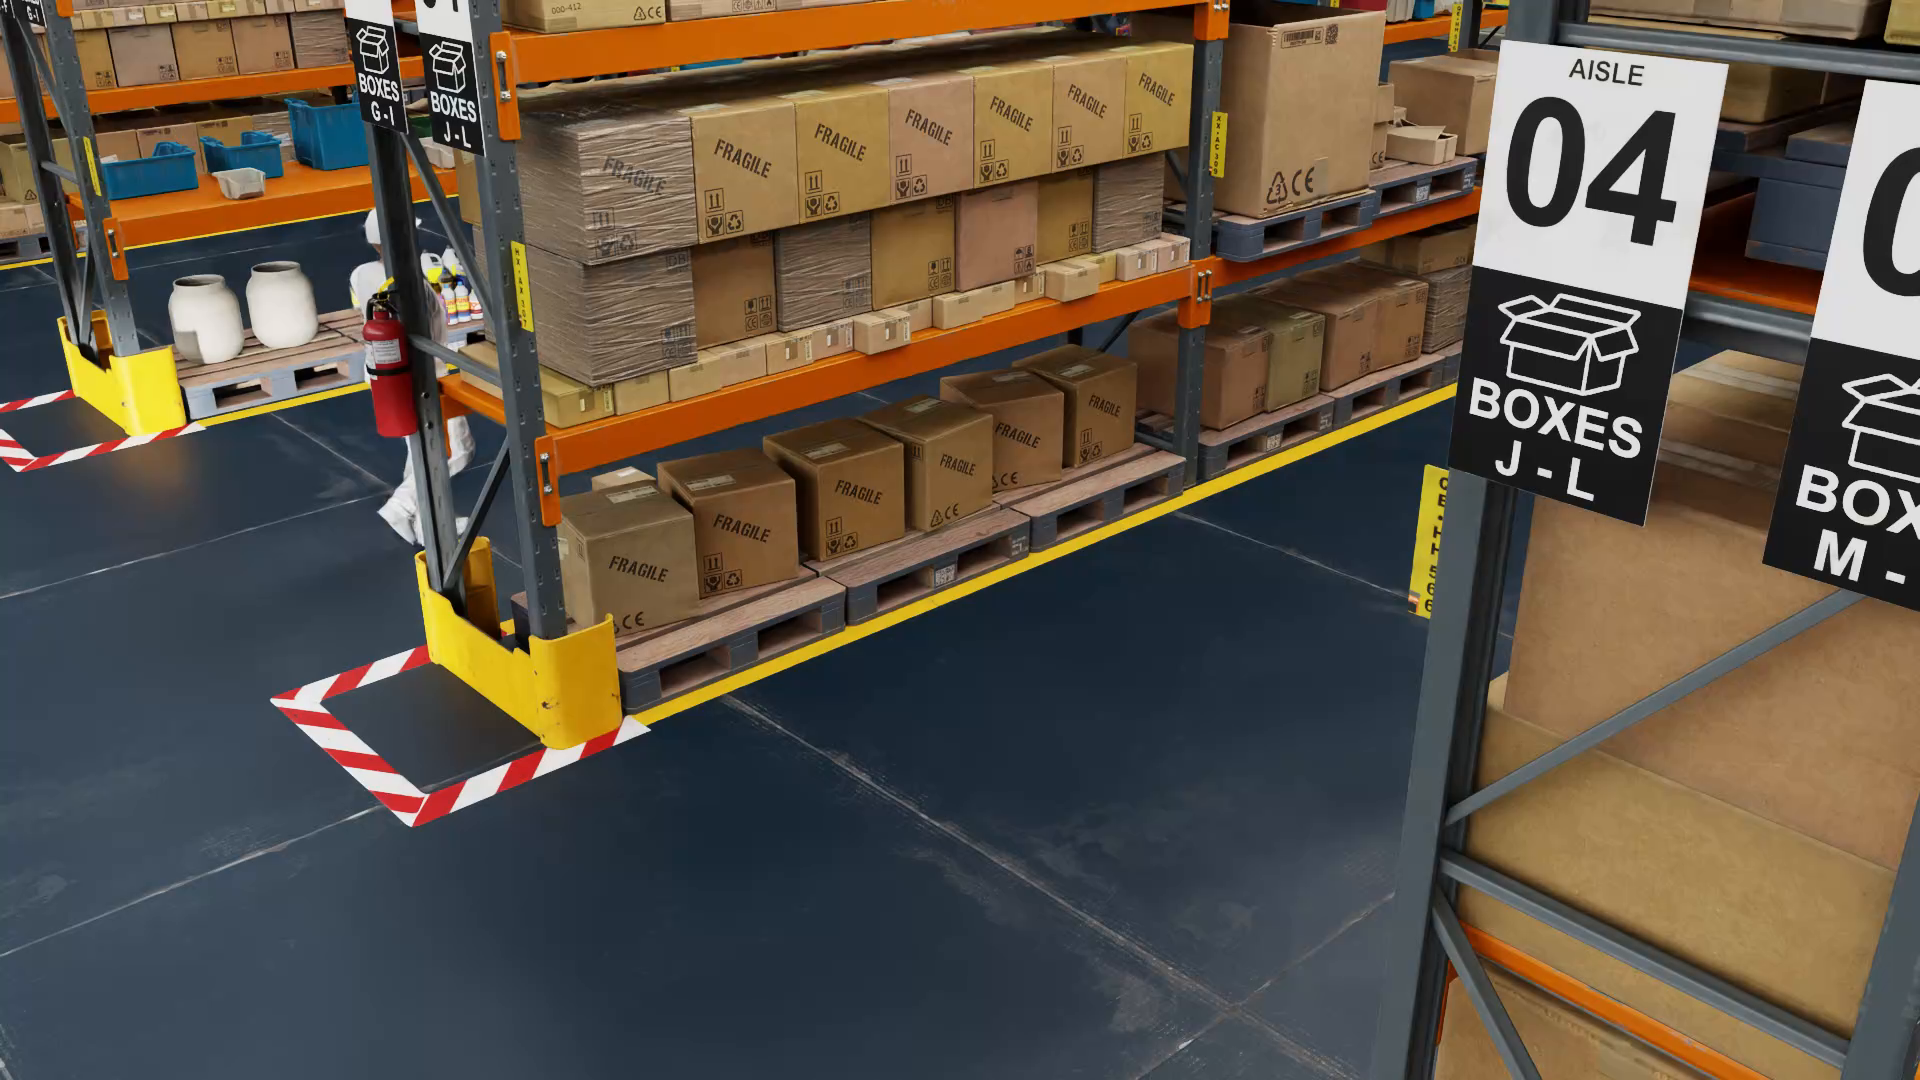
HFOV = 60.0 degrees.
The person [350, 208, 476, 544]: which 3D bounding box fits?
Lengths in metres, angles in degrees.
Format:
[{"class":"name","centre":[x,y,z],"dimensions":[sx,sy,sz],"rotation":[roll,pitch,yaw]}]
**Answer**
[{"class":"person","centre":[-2.747,-0.781,8.269],"dimensions":[0.540,1.774,0.597],"rotation":[-22,32,-40]}]
